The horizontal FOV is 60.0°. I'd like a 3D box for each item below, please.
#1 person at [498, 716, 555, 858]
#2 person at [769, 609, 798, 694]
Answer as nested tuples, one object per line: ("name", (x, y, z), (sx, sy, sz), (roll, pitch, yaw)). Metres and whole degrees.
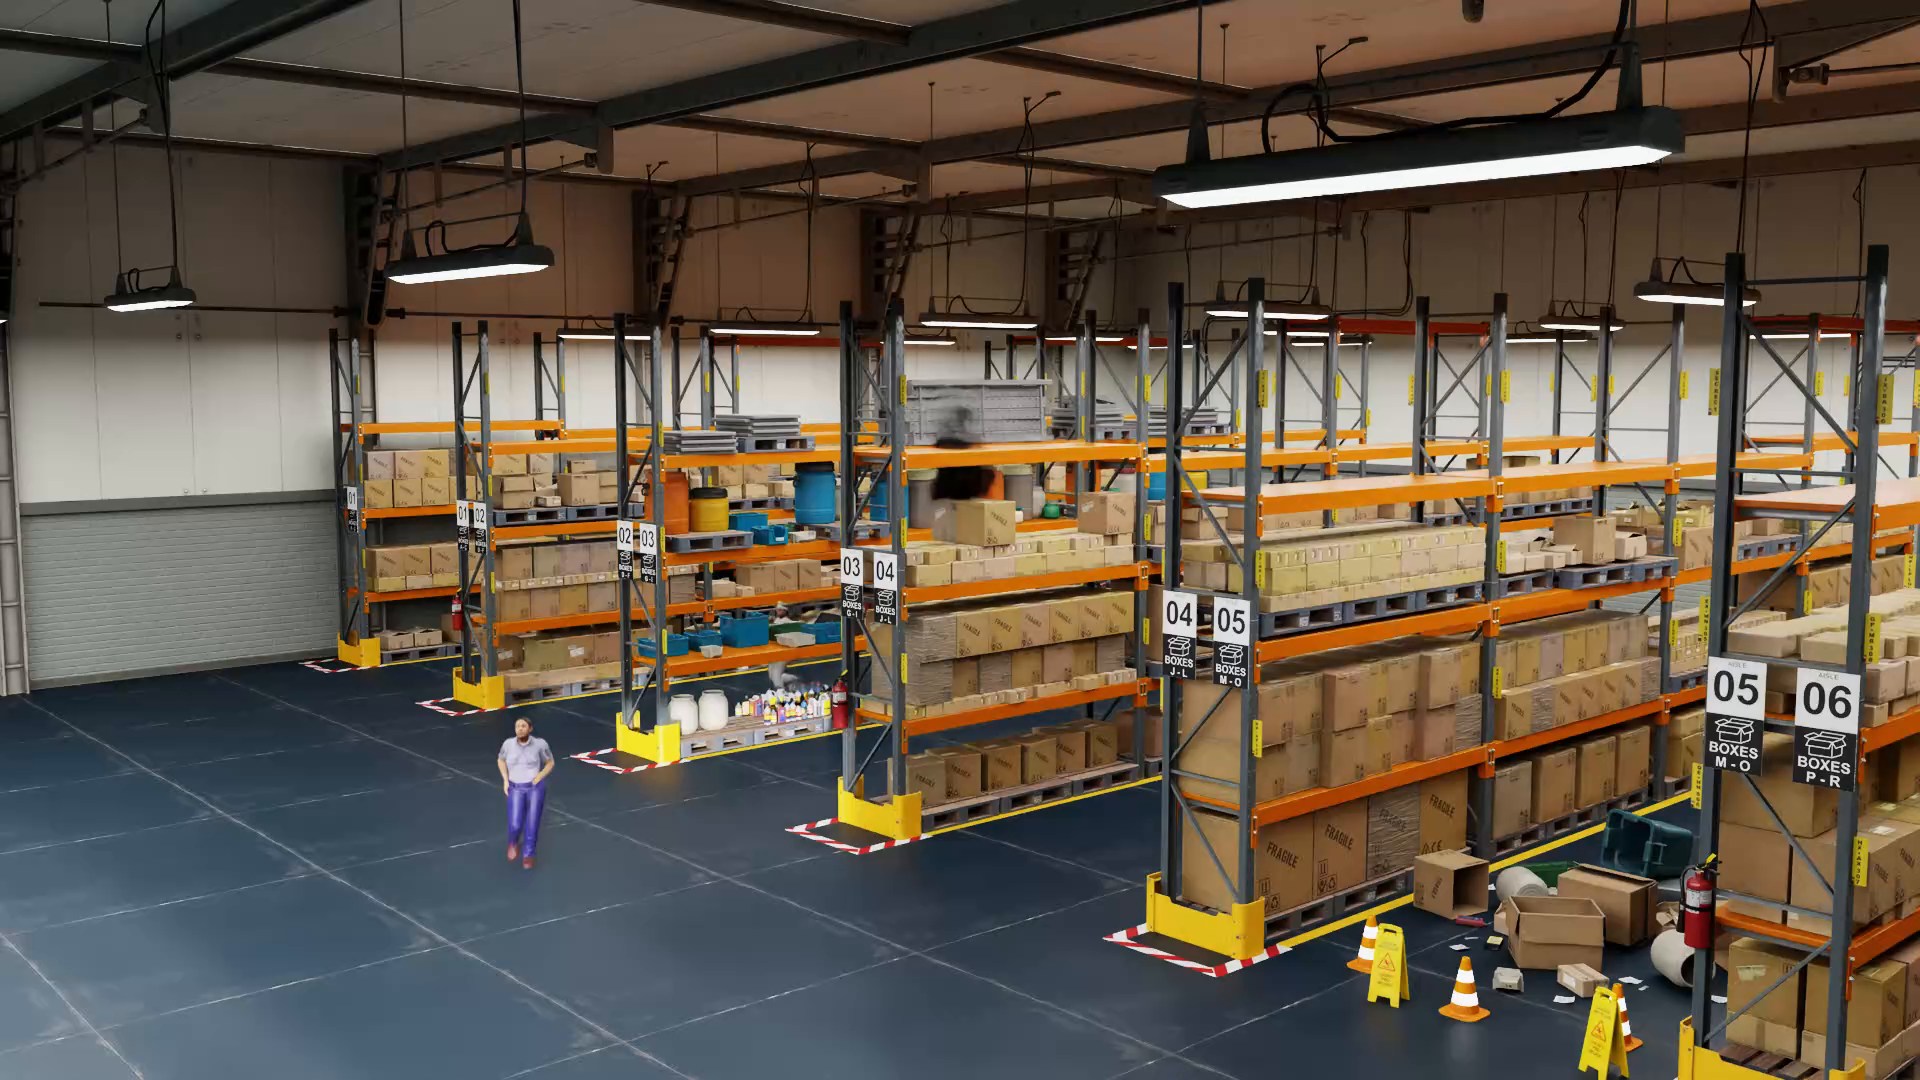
("person", (-4.547, 2.612, 17.414), (0.591, 1.539, 0.524), (-1, 6, -10))
("person", (-2.765, 1.800, 26.159), (0.593, 1.607, 0.532), (-5, 8, -42))
